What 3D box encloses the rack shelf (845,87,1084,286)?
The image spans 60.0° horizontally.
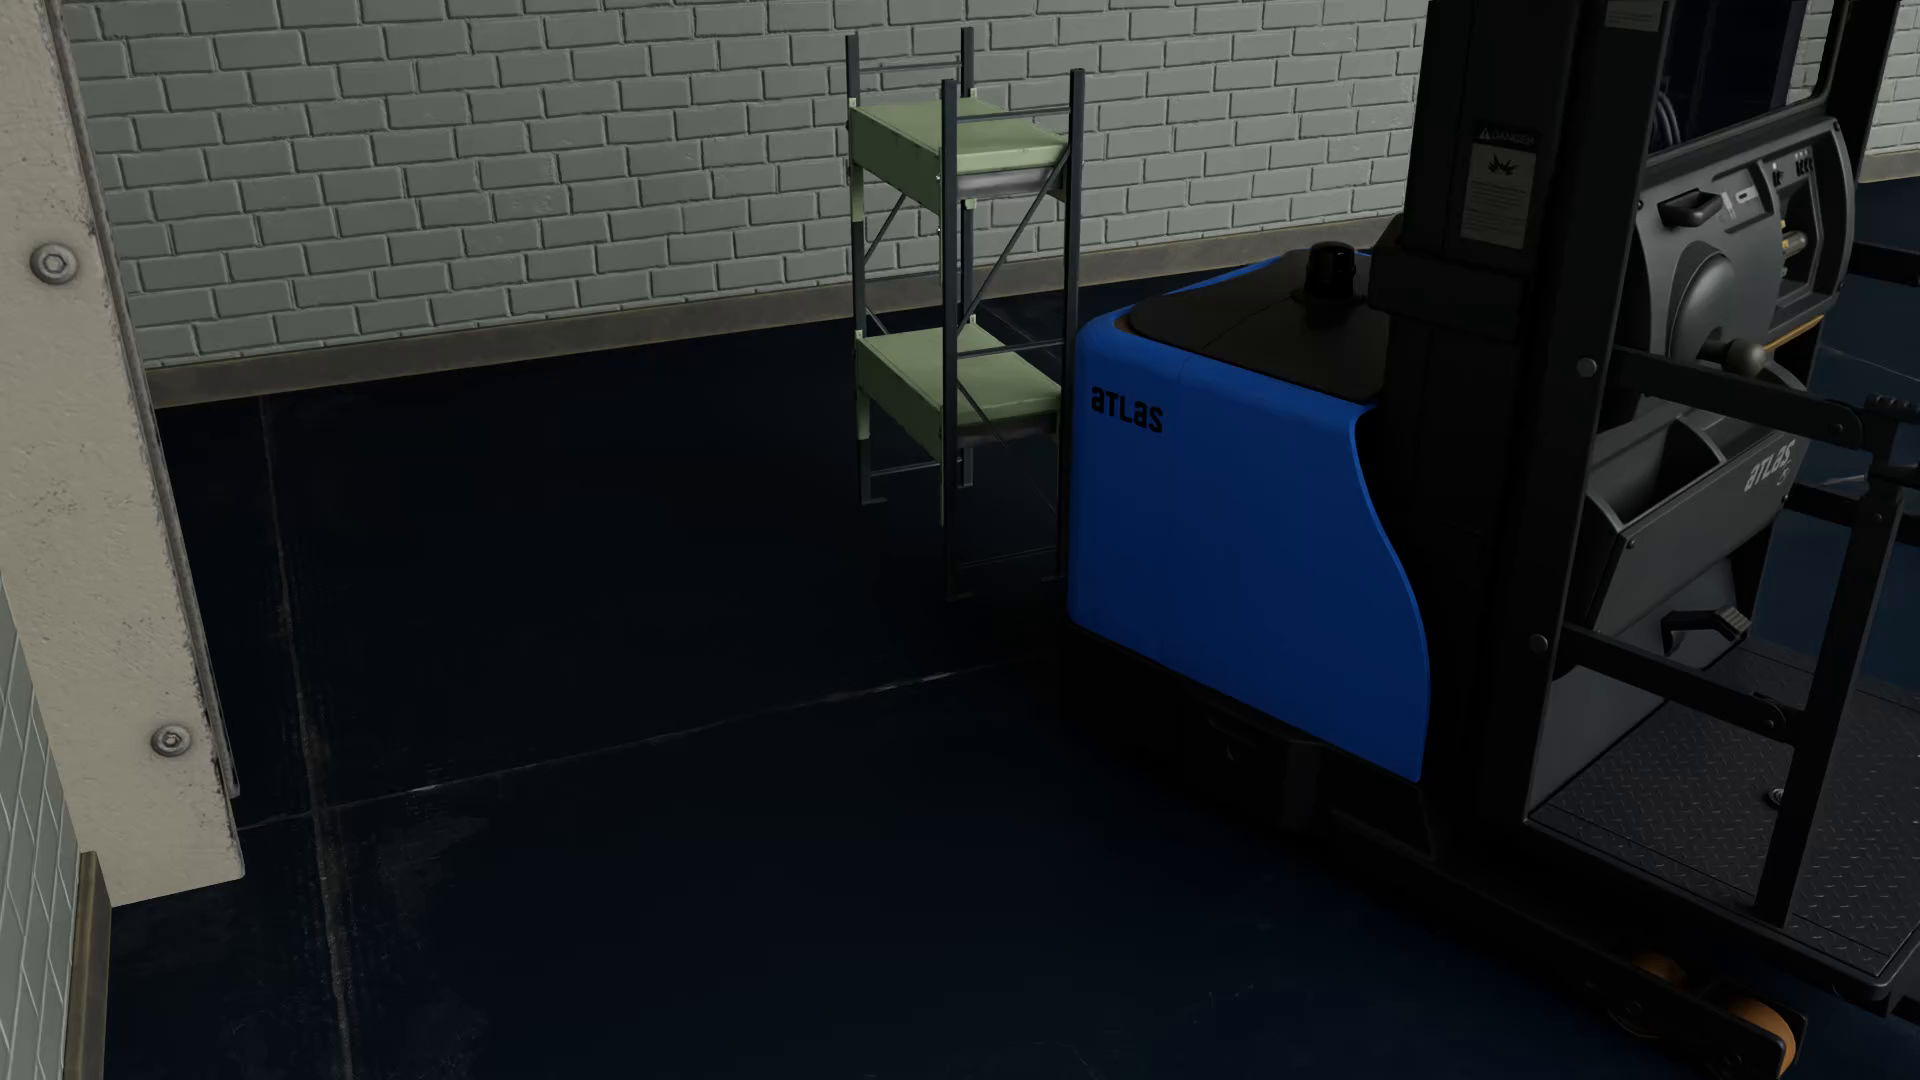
[{"bbox_3d":[-0.003,-1.027,4.755,0.431,0.370,0.720,-11,28,-21],"label":"rack shelf"}]

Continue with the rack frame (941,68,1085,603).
[{"bbox_3d":[0.141,-0.529,4.624,0.400,1.500,0.023,-11,28,-21],"label":"rack frame"}]

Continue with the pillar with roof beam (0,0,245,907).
[{"bbox_3d":[2.146,-4.085,3.361,9.100,9.000,0.400,-11,28,-21],"label":"pillar with roof beam"}]

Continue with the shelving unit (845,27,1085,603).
[{"bbox_3d":[-0.003,-0.677,4.926,0.431,1.500,0.755,-11,28,-21],"label":"shelving unit"}]

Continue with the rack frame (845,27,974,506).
[{"bbox_3d":[-0.146,-0.824,5.229,0.400,1.500,0.023,-11,28,-21],"label":"rack frame"}]

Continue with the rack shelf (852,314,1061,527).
[{"bbox_3d":[-0.003,-0.384,5.069,0.431,0.370,0.720,-11,28,-21],"label":"rack shelf"}]

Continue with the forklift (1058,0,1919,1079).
[{"bbox_3d":[1.640,-0.540,3.015,1.130,2.935,3.031,-23,34,-39],"label":"forklift"}]
